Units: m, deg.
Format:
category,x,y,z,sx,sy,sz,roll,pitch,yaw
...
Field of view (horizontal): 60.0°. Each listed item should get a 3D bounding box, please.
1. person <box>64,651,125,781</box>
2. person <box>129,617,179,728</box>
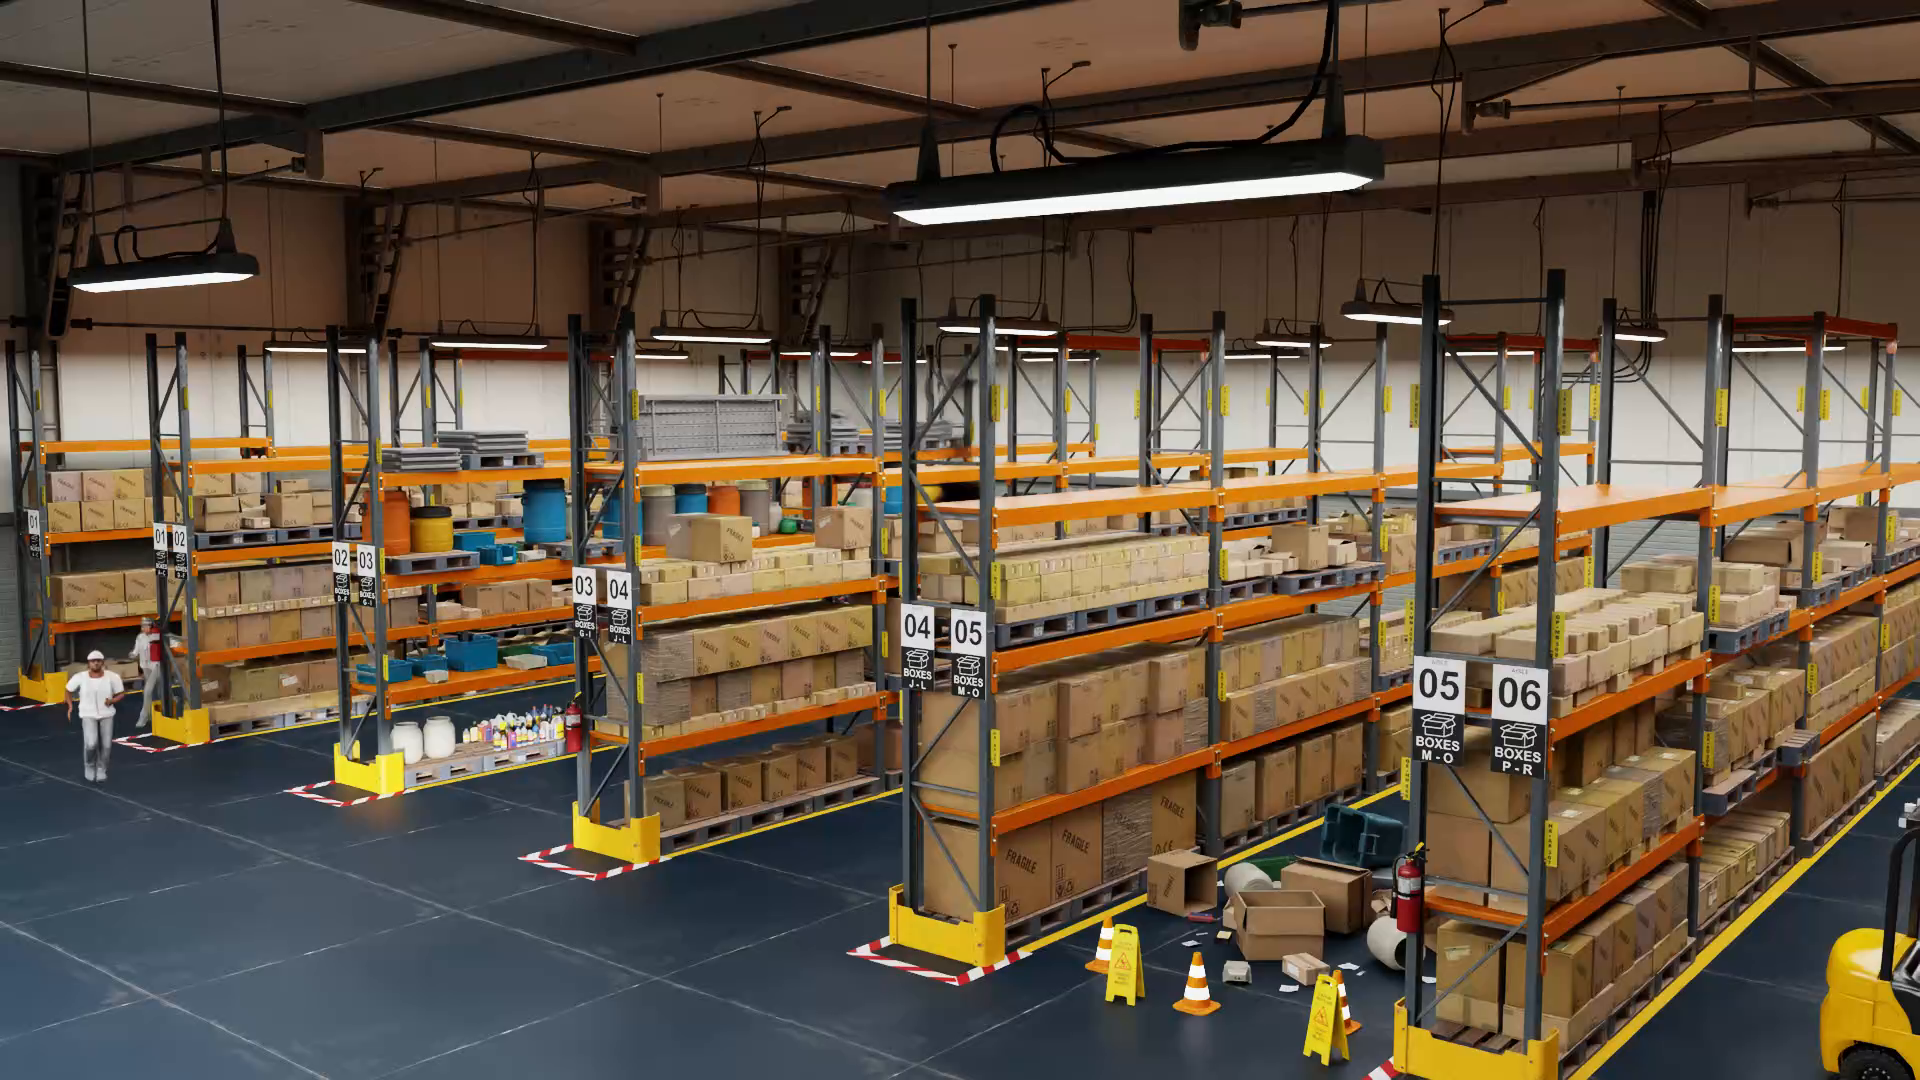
category,x,y,z,sx,sy,sz,roll,pitch,yaw
person,-11.354,2.320,21.872,0.687,1.732,0.646,-3,6,-33
person,-12.541,2.015,25.926,0.628,1.705,0.967,1,5,13
